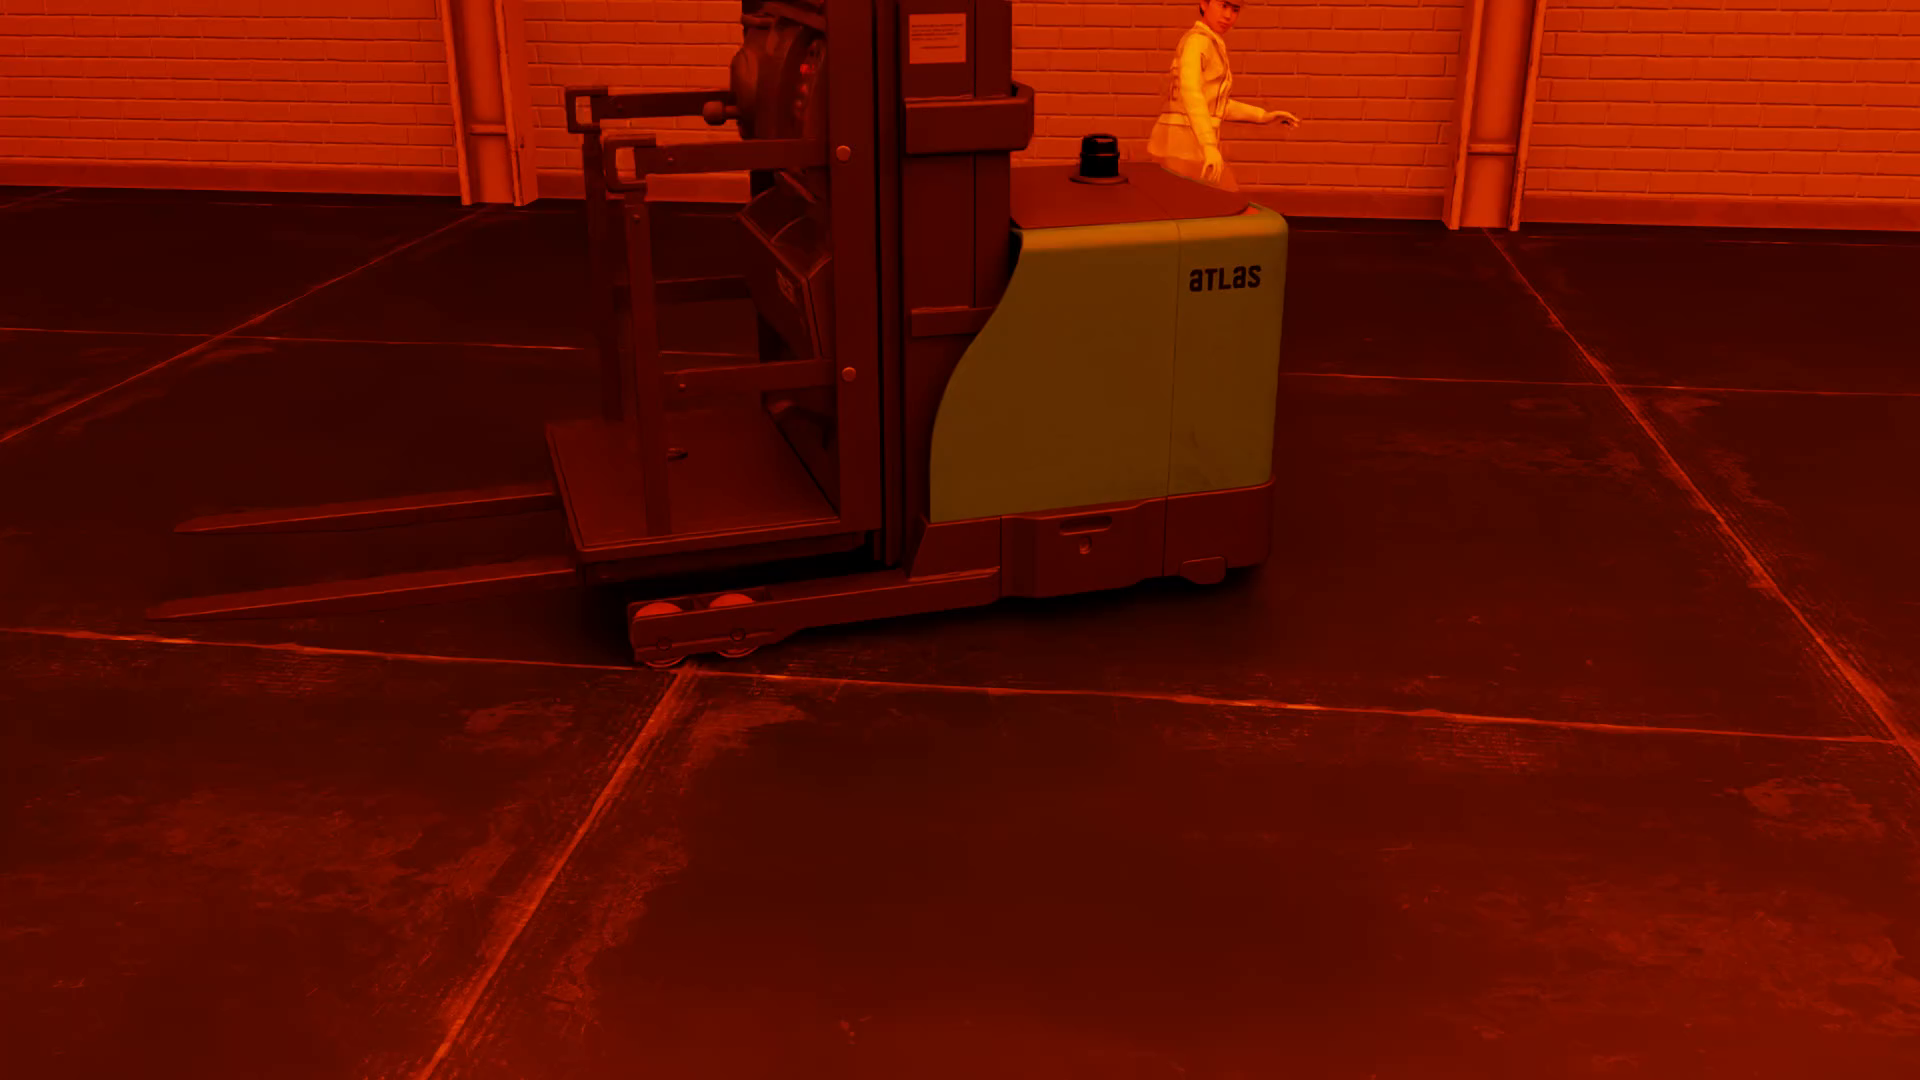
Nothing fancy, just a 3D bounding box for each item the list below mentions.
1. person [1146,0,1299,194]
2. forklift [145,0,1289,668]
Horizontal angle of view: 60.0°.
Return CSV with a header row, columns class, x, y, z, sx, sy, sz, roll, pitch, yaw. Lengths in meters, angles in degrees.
class,x,y,z,sx,sy,sz,roll,pitch,yaw
person,1.155,-1.673,7.297,0.790,1.562,0.773,-6,23,-13
forklift,-0.665,-1.247,4.349,3.031,2.935,1.130,-7,23,-16
